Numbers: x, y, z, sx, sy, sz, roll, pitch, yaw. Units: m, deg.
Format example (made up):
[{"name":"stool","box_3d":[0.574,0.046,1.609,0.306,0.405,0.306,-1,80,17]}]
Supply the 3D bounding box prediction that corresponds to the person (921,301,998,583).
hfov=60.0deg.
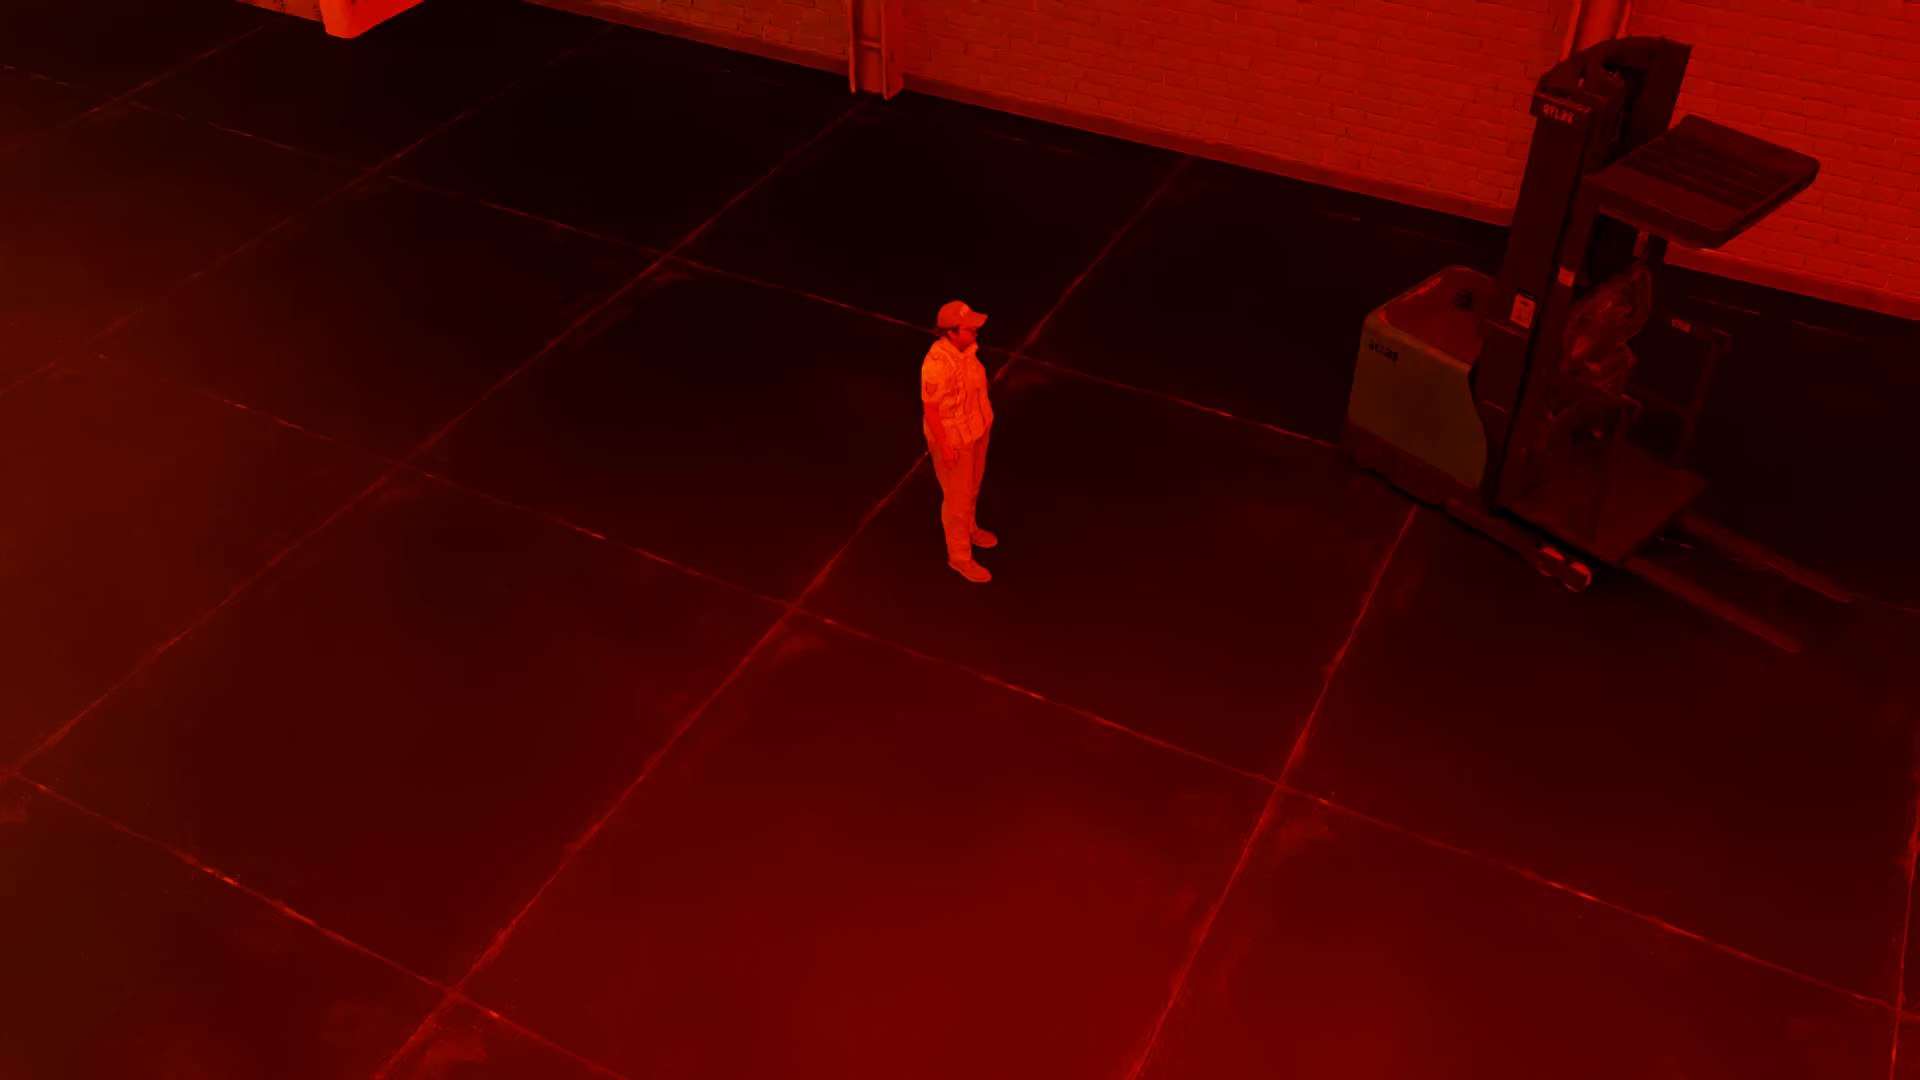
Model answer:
[{"name":"person","box_3d":[0.058,-0.607,9.678,0.529,1.669,0.598,18,43,21]}]

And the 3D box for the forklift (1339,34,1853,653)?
[{"name":"forklift","box_3d":[3.845,-1.192,9.402,1.130,2.935,3.031,-31,49,-31]}]
